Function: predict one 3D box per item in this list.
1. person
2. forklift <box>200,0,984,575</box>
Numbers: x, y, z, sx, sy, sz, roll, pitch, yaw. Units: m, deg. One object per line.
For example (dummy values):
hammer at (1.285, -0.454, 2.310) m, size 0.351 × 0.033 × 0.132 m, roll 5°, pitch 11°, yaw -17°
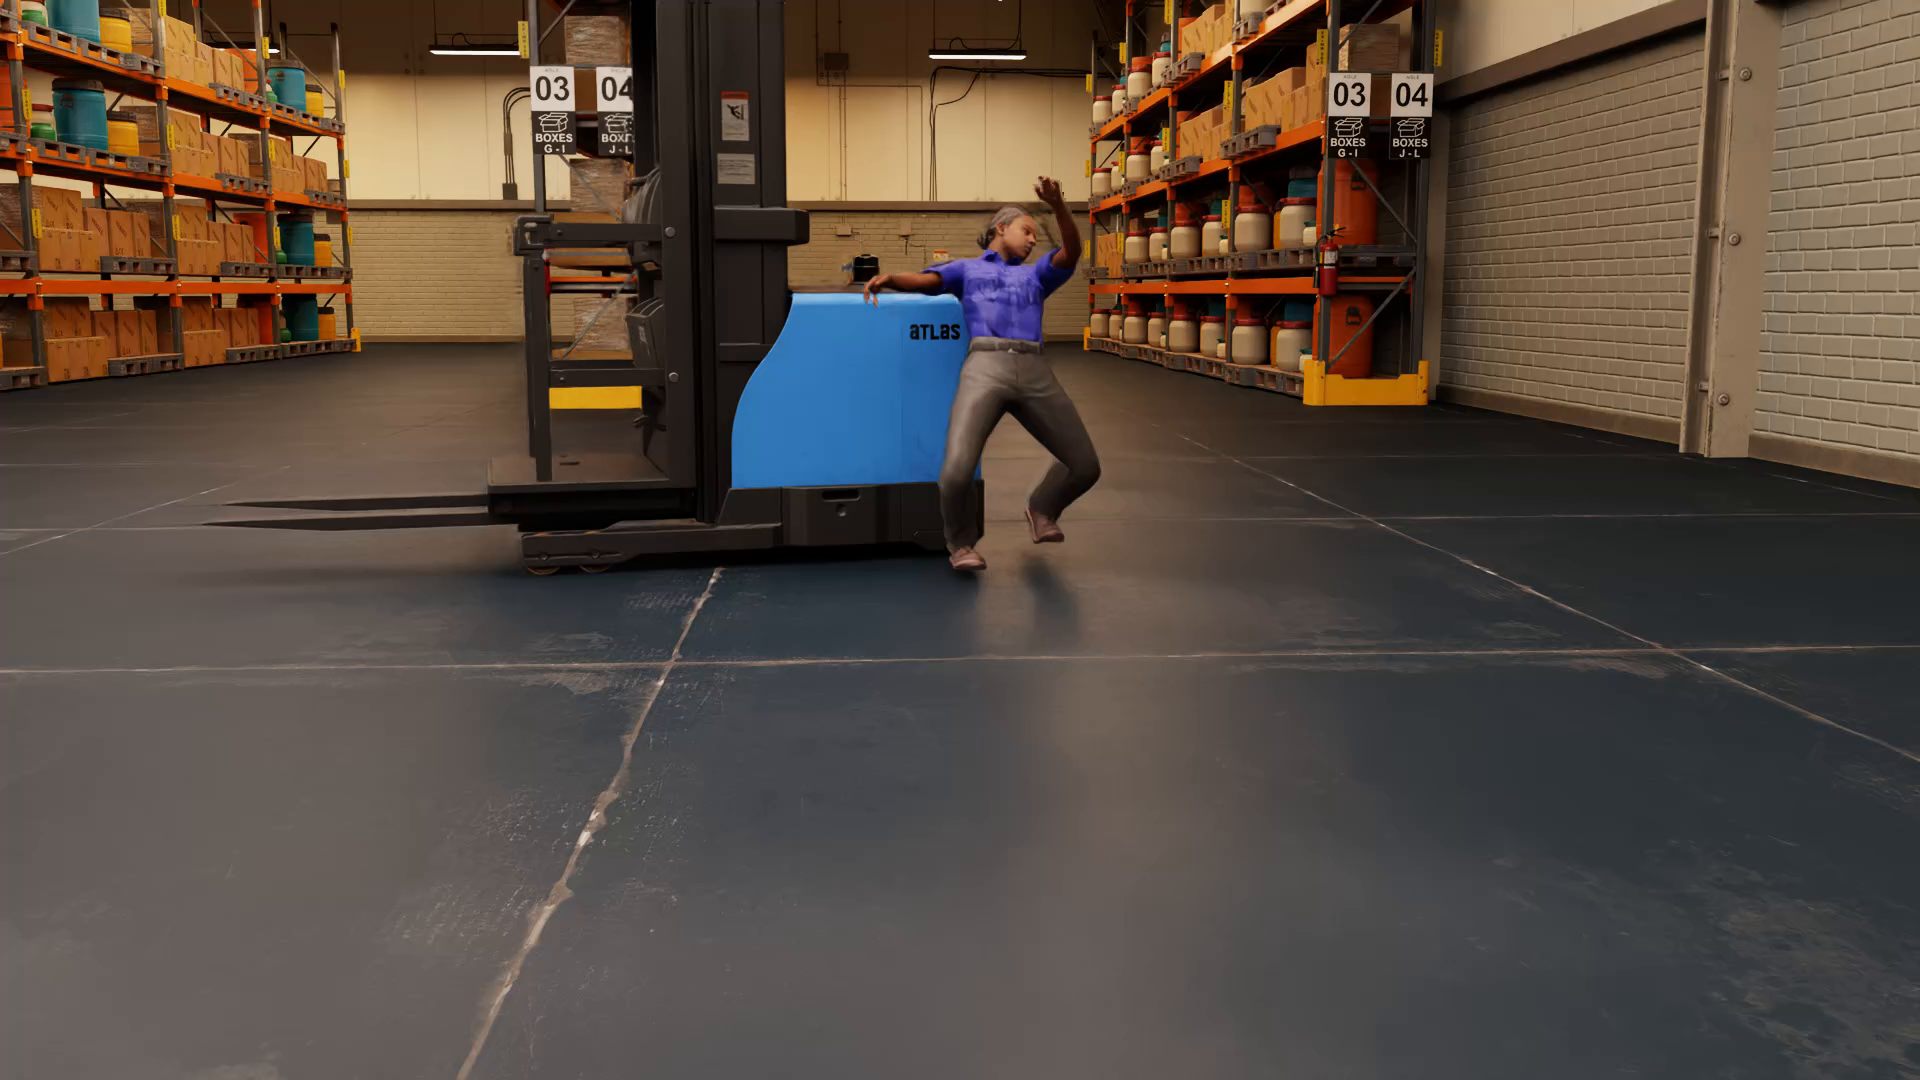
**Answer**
person at (0.051, -0.617, 6.298) m, size 1.014 × 1.459 × 0.673 m, roll -4°, pitch 9°, yaw -27°
forklift at (-1.474, -1.400, 6.757) m, size 3.031 × 2.935 × 1.130 m, roll -2°, pitch 9°, yaw -16°
